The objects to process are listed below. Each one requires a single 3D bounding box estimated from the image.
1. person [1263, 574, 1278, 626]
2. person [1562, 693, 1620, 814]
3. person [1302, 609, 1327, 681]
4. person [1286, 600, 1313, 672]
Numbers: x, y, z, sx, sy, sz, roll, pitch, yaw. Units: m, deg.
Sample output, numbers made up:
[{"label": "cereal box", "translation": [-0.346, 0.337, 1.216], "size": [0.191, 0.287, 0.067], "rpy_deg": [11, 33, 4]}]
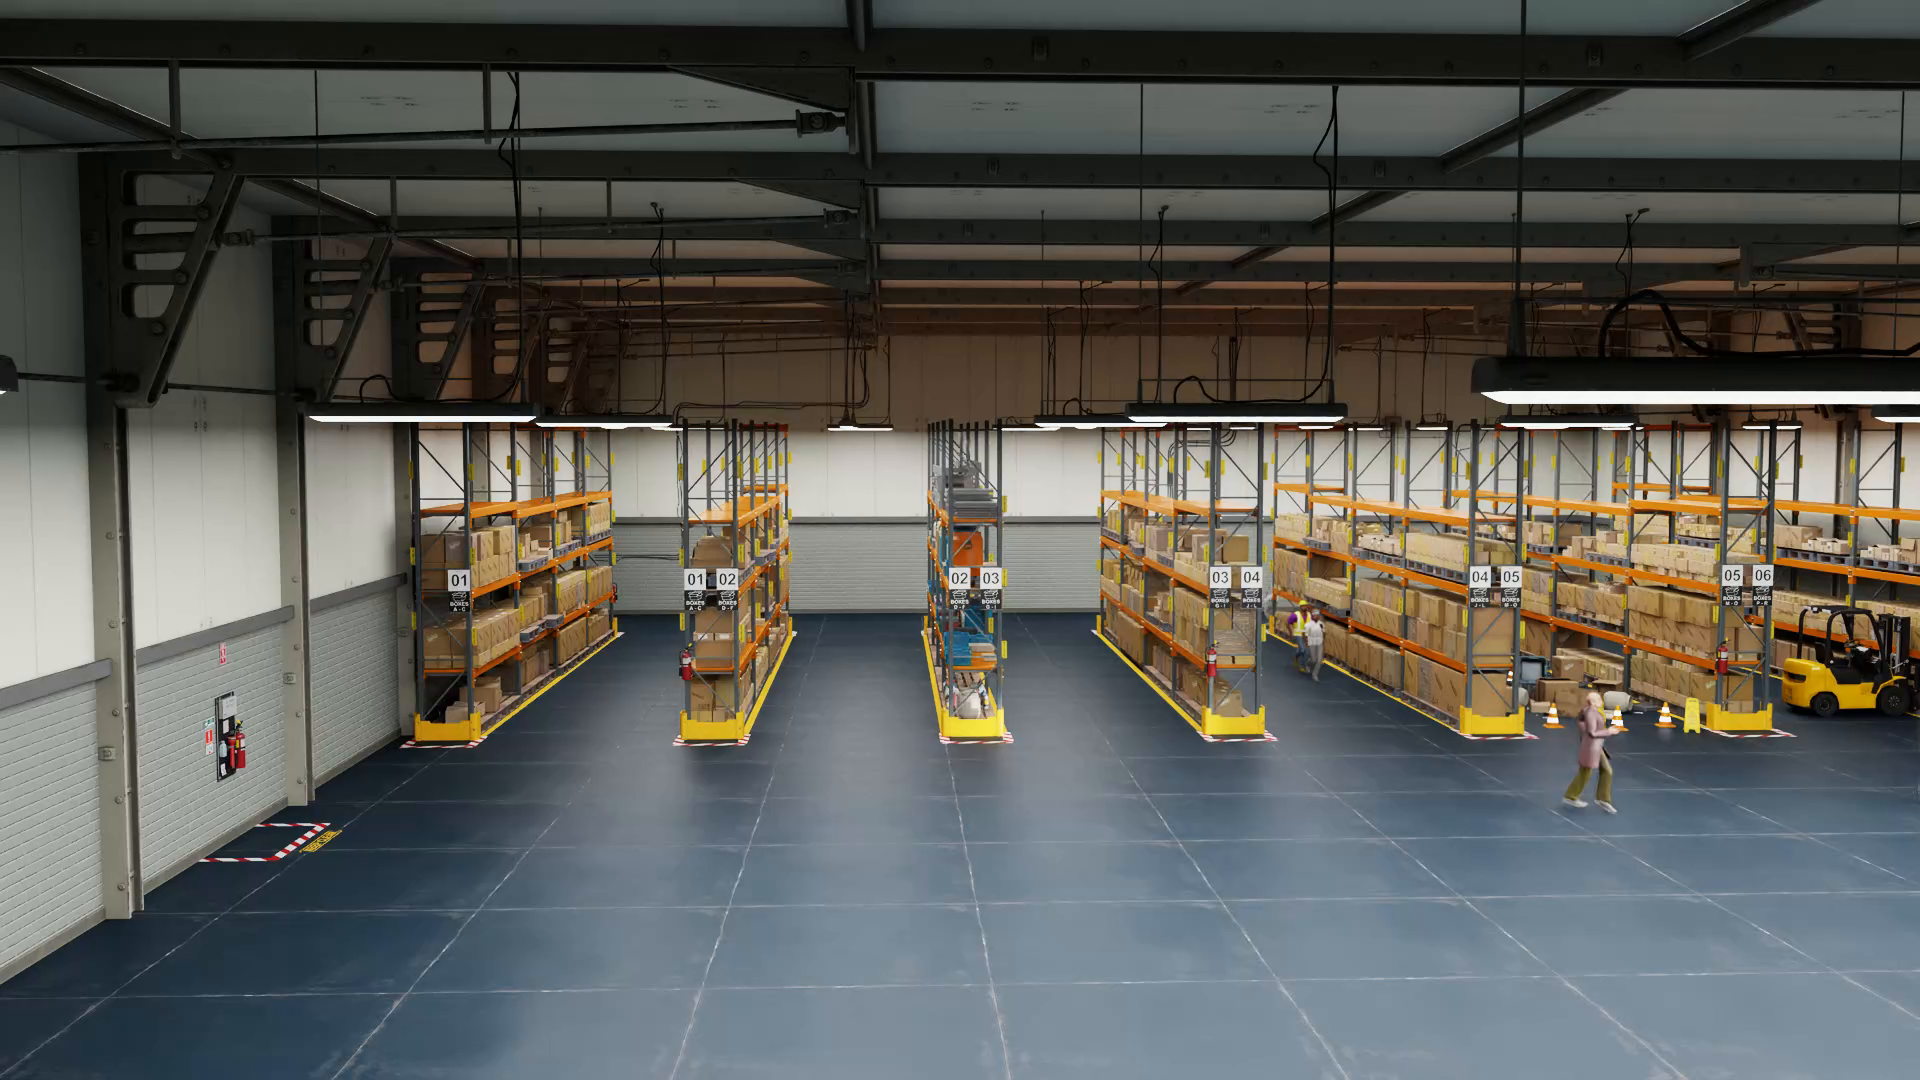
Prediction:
[{"label": "person", "translation": [9.194, 1.768, 49.131], "size": [0.551, 1.600, 0.676], "rpy_deg": [2, 4, 25]}, {"label": "person", "translation": [9.558, 3.218, 25.162], "size": [0.811, 1.837, 0.699], "rpy_deg": [2, 4, 28]}, {"label": "person", "translation": [8.258, 2.431, 38.687], "size": [0.582, 1.662, 0.559], "rpy_deg": [0, 4, -6]}, {"label": "person", "translation": [8.230, 2.308, 39.875], "size": [0.698, 1.720, 0.576], "rpy_deg": [-1, 4, -10]}]
